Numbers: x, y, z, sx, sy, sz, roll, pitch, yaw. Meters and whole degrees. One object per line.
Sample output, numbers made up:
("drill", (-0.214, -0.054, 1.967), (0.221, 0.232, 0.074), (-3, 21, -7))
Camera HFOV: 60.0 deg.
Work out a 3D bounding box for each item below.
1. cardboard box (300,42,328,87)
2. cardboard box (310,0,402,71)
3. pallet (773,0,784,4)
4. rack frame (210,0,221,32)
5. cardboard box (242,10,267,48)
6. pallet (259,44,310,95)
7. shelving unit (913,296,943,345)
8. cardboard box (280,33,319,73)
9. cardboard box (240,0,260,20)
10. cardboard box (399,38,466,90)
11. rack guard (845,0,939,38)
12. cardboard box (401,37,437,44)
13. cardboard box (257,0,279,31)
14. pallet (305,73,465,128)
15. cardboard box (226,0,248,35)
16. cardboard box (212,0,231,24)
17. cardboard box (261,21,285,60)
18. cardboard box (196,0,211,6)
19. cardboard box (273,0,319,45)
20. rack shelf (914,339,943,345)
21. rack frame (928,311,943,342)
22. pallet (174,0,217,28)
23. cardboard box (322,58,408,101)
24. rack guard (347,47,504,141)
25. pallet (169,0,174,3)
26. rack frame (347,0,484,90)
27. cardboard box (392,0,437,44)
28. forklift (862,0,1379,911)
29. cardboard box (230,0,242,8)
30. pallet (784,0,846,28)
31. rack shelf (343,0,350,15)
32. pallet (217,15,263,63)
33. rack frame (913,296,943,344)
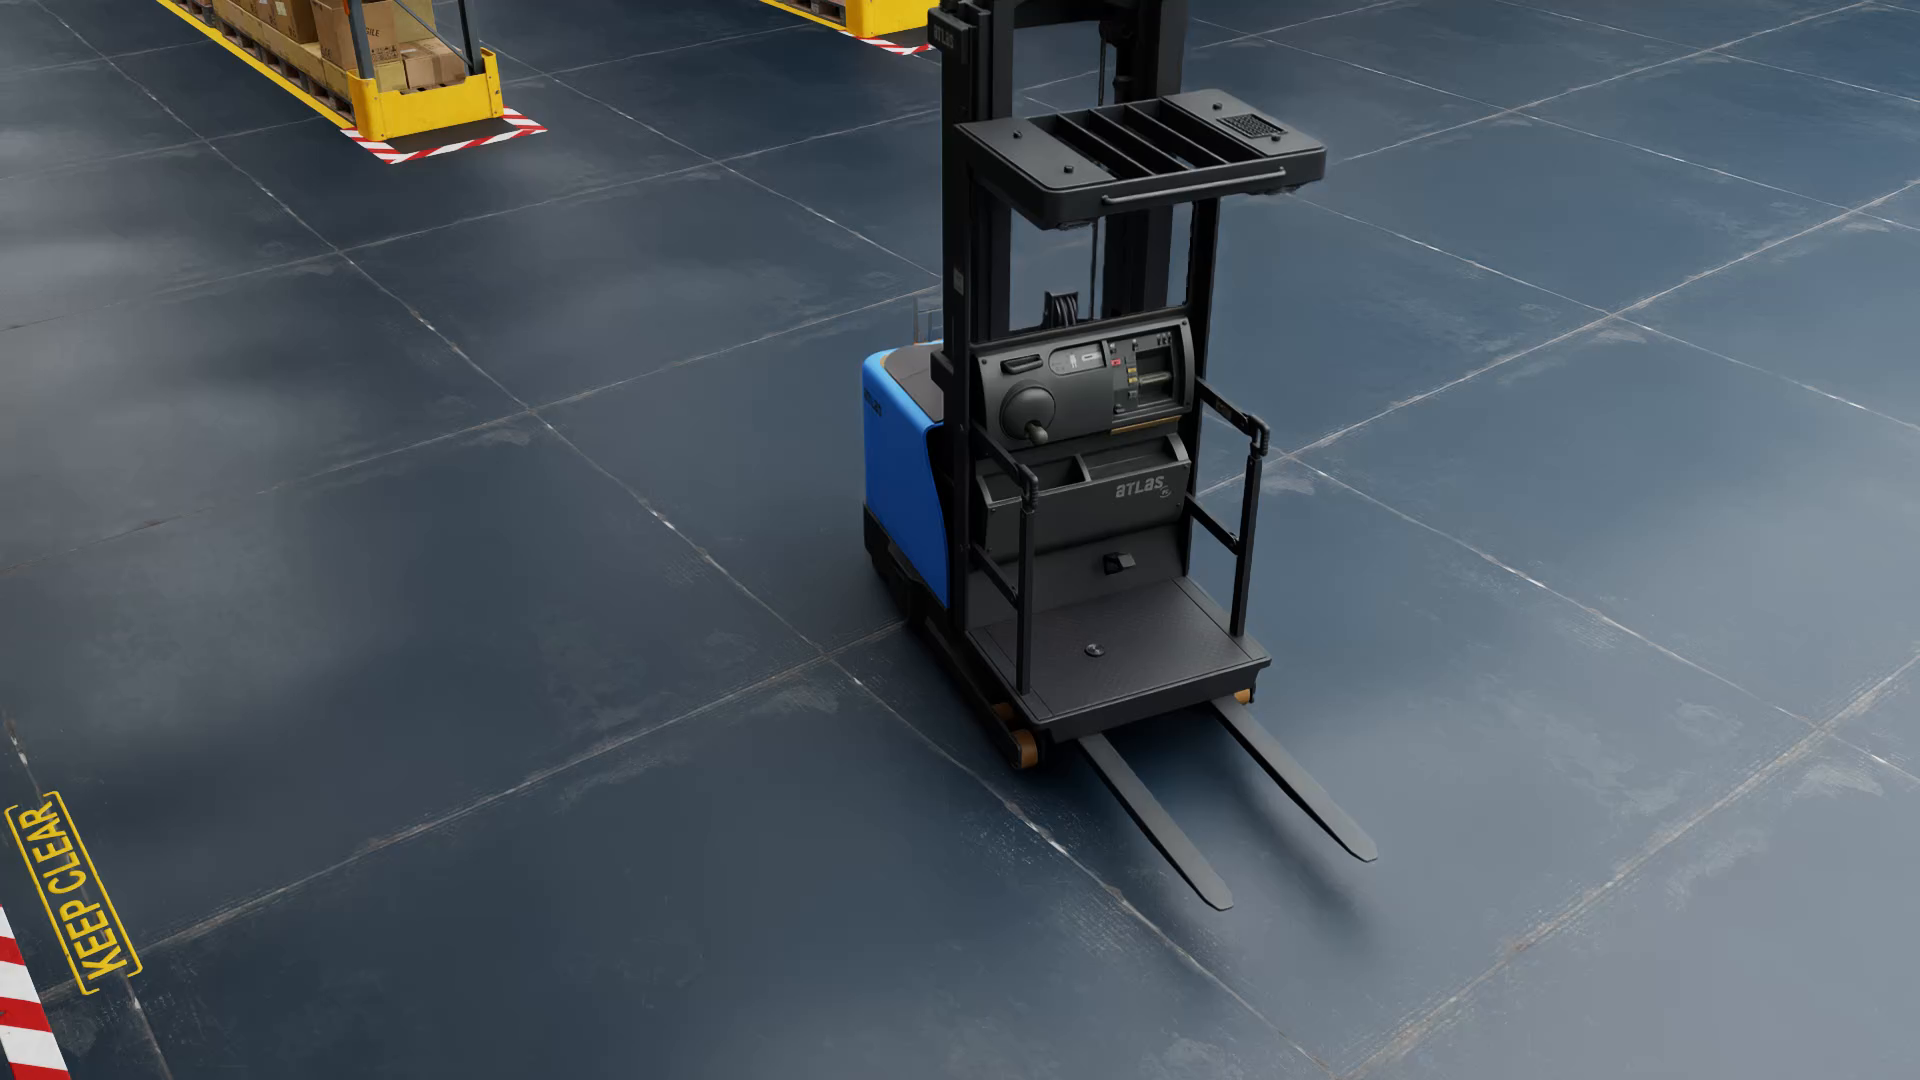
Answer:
("cardboard box", (-5.281, -4.093, 14.205), (0.500, 0.250, 0.500), (-22, 38, -31))
("cardboard box", (-4.967, -4.207, 13.677), (0.500, 0.500, 0.500), (-22, 38, -31))
("pallet", (-1.809, -6.032, 17.762), (1.003, 0.211, 1.213), (-22, 38, -31))
("rack frame", (-6.856, -6.417, 15.740), (1.000, 3.000, 0.127), (-22, 38, -31))
("cardboard box", (-6.206, -4.716, 15.209), (0.500, 0.250, 0.500), (-22, 38, -31))
("pallet", (-5.649, -4.379, 15.101), (1.003, 0.211, 1.213), (-22, 38, -31))
("shelving unit", (-0.072, -0.612, 8.099), (0.258, 1.200, 0.189), (-13, 34, -20))
("cardboard box", (-5.589, -4.301, 14.540), (0.500, 0.250, 0.500), (-22, 38, -31))
("cardboard box", (-6.205, -5.035, 15.011), (0.500, 0.500, 0.500), (-22, 38, -31))
("cardboard box", (-4.556, -4.056, 14.146), (0.500, 0.250, 0.500), (-22, 38, -31))
("rack guard", (-0.572, -5.306, 16.319), (1.175, 0.500, 0.348), (-22, 38, -31))
("cardboard box", (-4.865, -4.263, 14.480), (0.500, 0.250, 0.500), (-22, 38, -31))
("cardboard box", (-5.897, -4.827, 14.677), (0.500, 0.500, 0.500), (-22, 38, -31))
("pallet", (-4.905, -3.871, 14.283), (1.003, 0.211, 1.213), (-22, 38, -31))
("cardboard box", (-6.508, -4.926, 15.547), (0.500, 0.250, 0.500), (-22, 38, -31))
("cardboard box", (-6.811, -5.136, 15.885), (0.500, 0.250, 0.500), (-22, 38, -31))
("cardboard box", (-5.894, -4.510, 14.876), (0.500, 0.250, 0.500), (-22, 38, -31))
("cardboard box", (-7.339, -5.507, 16.482), (0.500, 0.250, 0.500), (-23, 38, -32))
("cardboard box", (-5.591, -4.619, 14.341), (0.500, 0.500, 0.500), (-22, 38, -31))
("rack shelf", (-0.072, -0.880, 7.932), (0.258, 0.103, 0.180), (-13, 34, -20))
("rack frame", (-0.035, -0.568, 8.028), (0.240, 1.200, 0.006), (-13, 34, -20))
("pallet", (-7.338, -5.527, 16.949), (1.003, 0.211, 1.213), (-22, 38, -31))
("cardboard box", (-4.965, -3.889, 13.876), (0.500, 0.250, 0.500), (-22, 38, -31))
("rack guard", (-4.388, -3.679, 13.699), (1.175, 0.500, 0.348), (-22, 38, -31))
("pallet", (-8.091, -6.036, 17.769), (1.003, 0.211, 1.213), (-22, 38, -31))
("rack frame", (-4.403, -4.750, 13.056), (1.000, 3.000, 0.127), (-22, 38, -31))
("cardboard box", (-4.864, -4.583, 14.283), (0.500, 0.500, 0.500), (-22, 38, -31))
("forklift", (0.594, -0.573, 6.394), (1.130, 2.935, 3.031), (-13, 34, -20))
("cardboard box", (-6.506, -5.246, 15.351), (0.500, 0.500, 0.500), (-22, 38, -31))
("pallet", (-1.065, -5.524, 16.943), (1.003, 0.211, 1.213), (-22, 38, -31))
("rack shelf", (-5.629, -5.278, 14.587), (1.077, 0.370, 4.000), (-22, 38, -31))
("pallet", (-6.401, -4.888, 15.920), (1.003, 0.211, 1.213), (-22, 38, -31))
("rack frame", (-0.109, -0.657, 8.170), (0.240, 1.200, 0.006), (-13, 34, -20))
